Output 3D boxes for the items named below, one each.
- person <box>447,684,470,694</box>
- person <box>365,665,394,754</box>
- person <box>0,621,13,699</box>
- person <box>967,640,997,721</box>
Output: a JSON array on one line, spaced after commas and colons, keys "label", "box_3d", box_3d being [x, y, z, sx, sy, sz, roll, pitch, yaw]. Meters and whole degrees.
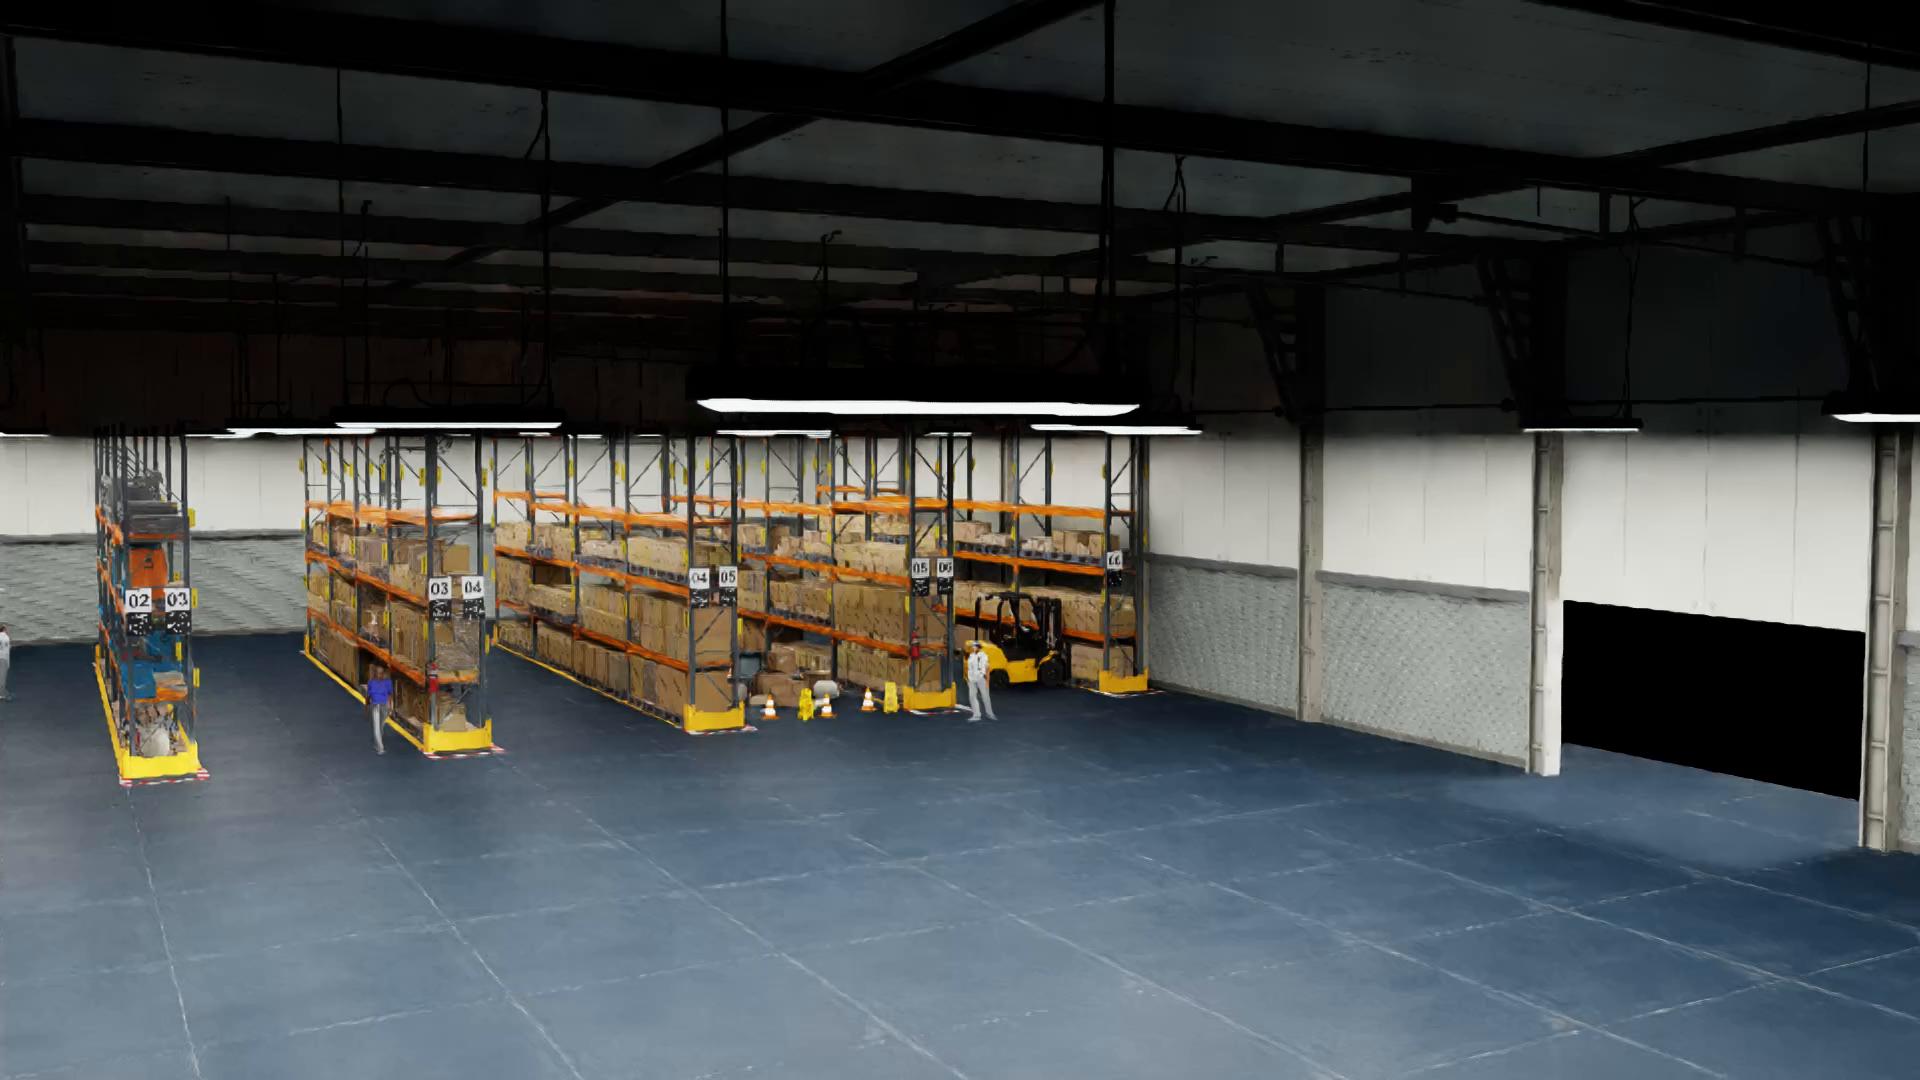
[{"label": "person", "box_3d": [-11.368, 2.621, 37.459, 0.543, 1.647, 1.115, -2, 4, -27]}, {"label": "person", "box_3d": [-10.545, 3.071, 30.274, 0.464, 1.588, 1.012, -2, 4, -33]}, {"label": "person", "box_3d": [-21.141, 2.643, 36.779, 0.552, 1.684, 0.433, 3, 4, 37]}, {"label": "person", "box_3d": [0.428, 2.855, 33.910, 0.594, 1.647, 0.547, 2, 4, 34]}]
